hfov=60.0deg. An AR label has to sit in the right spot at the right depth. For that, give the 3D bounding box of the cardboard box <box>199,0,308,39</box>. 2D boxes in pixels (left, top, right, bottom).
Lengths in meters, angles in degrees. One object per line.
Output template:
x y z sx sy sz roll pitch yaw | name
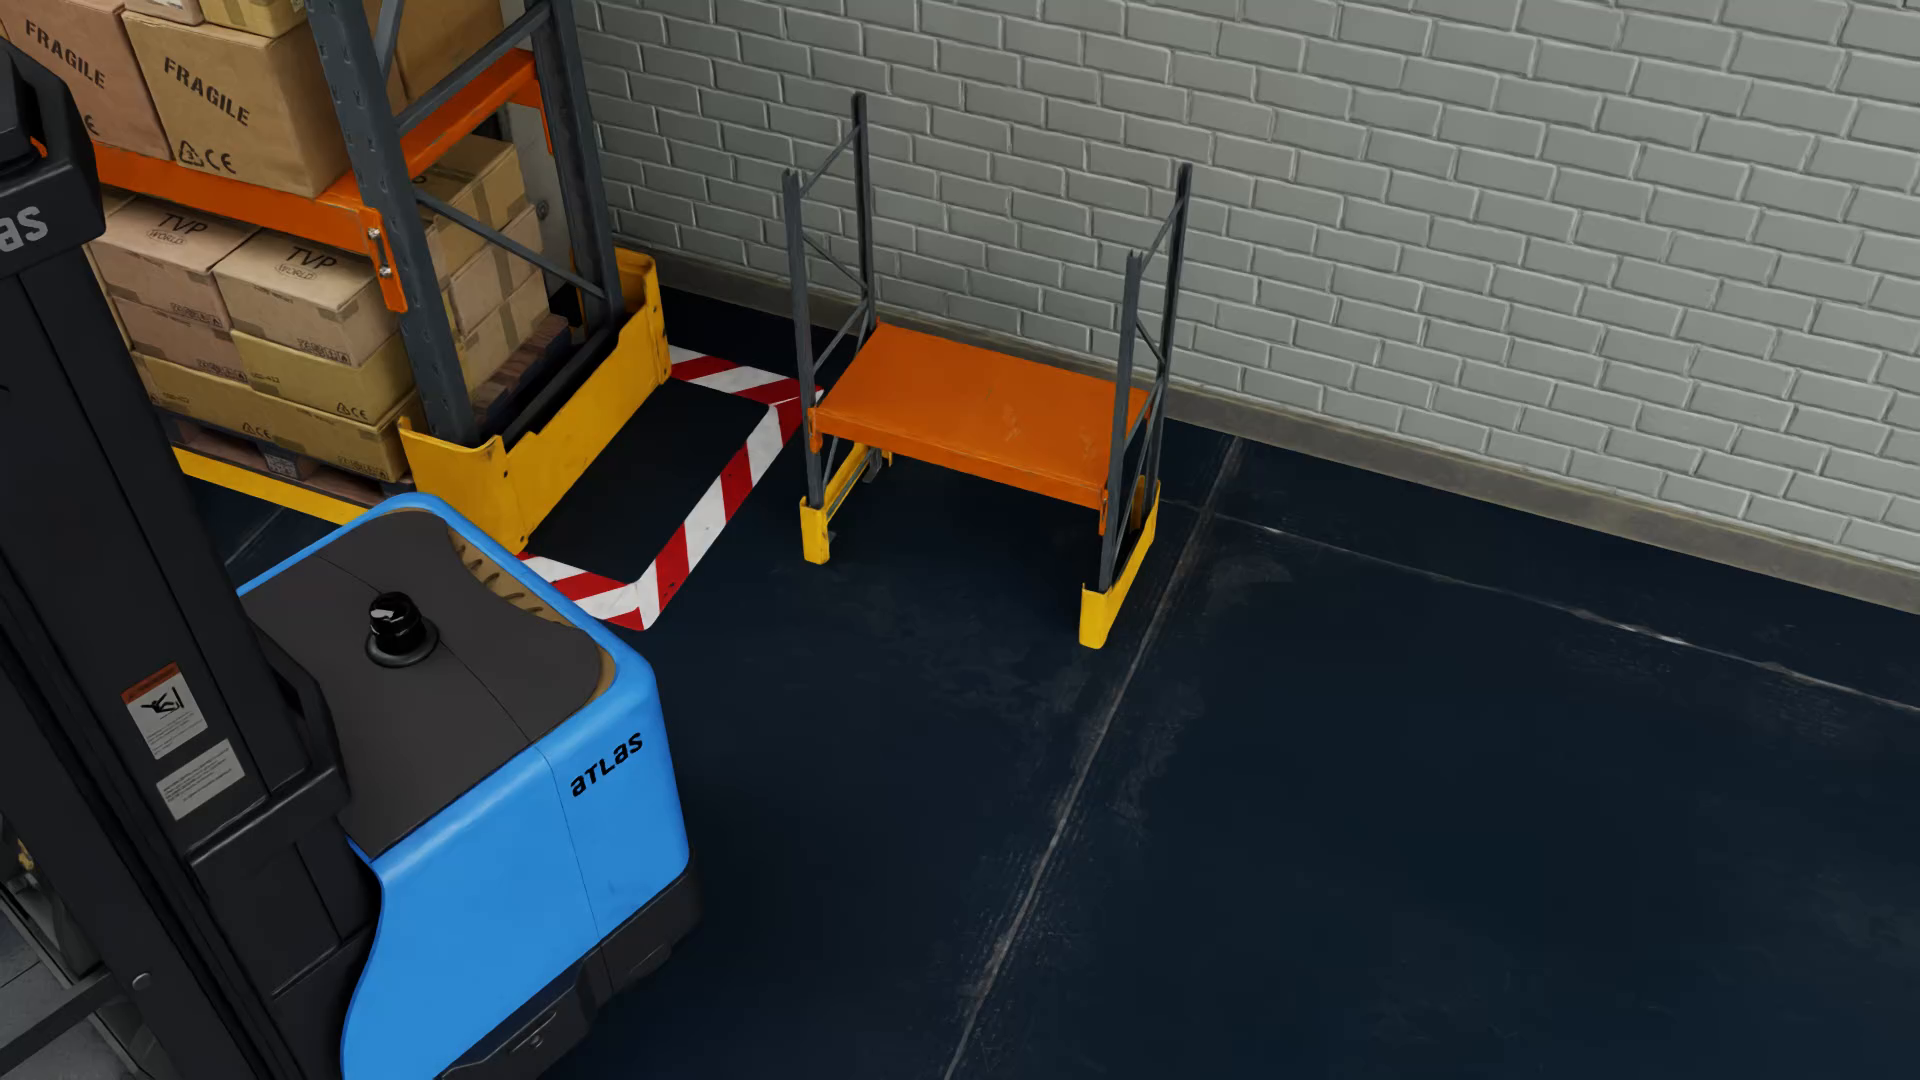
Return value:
-1.922 -1.587 4.687 0.250 0.149 0.380 17 47 16 | cardboard box

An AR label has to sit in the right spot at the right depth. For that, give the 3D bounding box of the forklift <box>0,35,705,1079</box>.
-2.073 0.566 3.103 1.130 2.935 3.031 33 53 29 | forklift

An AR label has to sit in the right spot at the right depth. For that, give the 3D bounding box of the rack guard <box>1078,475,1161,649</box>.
0.530 0.067 5.505 0.087 0.250 0.587 16 47 16 | rack guard

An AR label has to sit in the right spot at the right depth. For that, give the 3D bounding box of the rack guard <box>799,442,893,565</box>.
-0.389 -0.203 5.777 0.087 0.250 0.587 16 47 16 | rack guard

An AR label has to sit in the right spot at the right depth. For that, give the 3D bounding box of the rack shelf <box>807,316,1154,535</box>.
0.079 -0.381 5.325 1.000 0.185 0.538 16 47 16 | rack shelf

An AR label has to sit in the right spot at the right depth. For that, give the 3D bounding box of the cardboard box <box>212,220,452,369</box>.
-2.040 -0.860 5.431 0.500 0.250 0.500 18 48 17 | cardboard box

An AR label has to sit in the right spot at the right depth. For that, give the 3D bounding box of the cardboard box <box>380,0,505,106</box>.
-1.845 -1.760 5.322 0.500 0.500 0.500 18 48 17 | cardboard box

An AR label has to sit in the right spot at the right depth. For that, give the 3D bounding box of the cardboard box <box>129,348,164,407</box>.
-2.963 -0.789 6.068 0.500 0.250 0.500 17 47 16 | cardboard box

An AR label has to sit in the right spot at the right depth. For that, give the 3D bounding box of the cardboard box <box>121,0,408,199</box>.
-2.050 -1.408 4.967 0.500 0.500 0.500 15 47 15 | cardboard box

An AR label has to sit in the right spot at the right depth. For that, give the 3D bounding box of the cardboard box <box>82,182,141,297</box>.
-2.983 -1.126 5.697 0.500 0.250 0.500 17 47 16 | cardboard box

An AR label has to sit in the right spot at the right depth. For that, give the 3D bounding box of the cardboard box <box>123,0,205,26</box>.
-2.170 -1.637 4.738 0.250 0.149 0.380 17 47 16 | cardboard box

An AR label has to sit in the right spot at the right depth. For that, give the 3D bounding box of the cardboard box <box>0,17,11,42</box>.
-2.998 -1.694 5.255 0.500 0.500 0.500 16 47 15 | cardboard box

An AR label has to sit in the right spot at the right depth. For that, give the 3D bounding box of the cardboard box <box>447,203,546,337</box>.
-1.849 -1.024 5.950 0.500 0.250 0.500 17 47 17 | cardboard box

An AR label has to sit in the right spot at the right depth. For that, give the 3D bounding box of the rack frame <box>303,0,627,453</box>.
-1.495 -1.410 5.040 0.127 3.000 1.000 16 47 16 | rack frame

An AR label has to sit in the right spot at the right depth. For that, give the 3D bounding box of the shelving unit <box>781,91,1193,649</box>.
0.070 -0.511 5.200 1.083 1.500 0.587 16 47 16 | shelving unit

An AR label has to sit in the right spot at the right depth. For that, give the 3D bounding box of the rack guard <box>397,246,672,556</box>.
-1.472 -0.517 5.915 0.348 0.500 1.175 16 47 16 | rack guard

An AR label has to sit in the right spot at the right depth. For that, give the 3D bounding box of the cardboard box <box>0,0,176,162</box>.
-2.525 -1.555 5.115 0.500 0.500 0.500 18 48 17 | cardboard box

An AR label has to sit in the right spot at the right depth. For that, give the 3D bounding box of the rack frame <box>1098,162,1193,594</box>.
0.548 -0.370 5.059 0.032 1.500 0.500 16 47 16 | rack frame

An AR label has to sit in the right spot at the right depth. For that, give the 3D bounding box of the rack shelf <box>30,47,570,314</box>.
-3.340 -1.698 5.840 4.000 0.370 1.077 16 47 16 | rack shelf

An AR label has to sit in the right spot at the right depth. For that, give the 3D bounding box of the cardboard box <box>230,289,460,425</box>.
-2.064 -0.690 5.614 0.500 0.250 0.500 16 47 15 | cardboard box

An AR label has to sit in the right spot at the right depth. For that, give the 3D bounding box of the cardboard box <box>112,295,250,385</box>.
-2.523 -0.833 5.758 0.500 0.250 0.500 16 47 15 | cardboard box

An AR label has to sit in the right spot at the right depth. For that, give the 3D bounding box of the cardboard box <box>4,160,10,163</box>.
-3.447 -1.268 5.841 0.500 0.250 0.500 16 47 15 | cardboard box

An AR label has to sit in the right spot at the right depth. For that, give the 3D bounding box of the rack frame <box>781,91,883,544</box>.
-0.390 -0.647 5.336 0.032 1.500 0.500 16 47 16 | rack frame

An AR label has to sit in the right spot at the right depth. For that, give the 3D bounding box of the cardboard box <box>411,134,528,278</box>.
-1.865 -1.192 5.764 0.500 0.250 0.500 16 47 15 | cardboard box

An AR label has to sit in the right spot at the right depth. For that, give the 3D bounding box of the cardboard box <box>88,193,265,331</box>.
-2.513 -0.995 5.566 0.500 0.250 0.500 17 47 17 | cardboard box

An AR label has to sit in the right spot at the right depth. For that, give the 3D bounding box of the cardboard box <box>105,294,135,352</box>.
-3.007 -0.959 5.885 0.500 0.250 0.500 15 47 15 | cardboard box

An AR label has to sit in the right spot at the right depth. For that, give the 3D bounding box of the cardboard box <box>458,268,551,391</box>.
-1.873 -0.844 6.124 0.500 0.250 0.500 17 47 16 | cardboard box

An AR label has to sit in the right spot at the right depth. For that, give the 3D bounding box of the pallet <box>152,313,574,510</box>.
-2.217 -0.602 6.205 1.213 0.211 1.003 16 47 16 | pallet

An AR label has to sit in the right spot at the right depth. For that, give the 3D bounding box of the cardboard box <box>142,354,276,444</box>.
-2.505 -0.647 5.925 0.500 0.250 0.500 16 47 16 | cardboard box

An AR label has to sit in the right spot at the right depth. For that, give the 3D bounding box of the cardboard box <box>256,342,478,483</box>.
-2.050 -0.506 5.783 0.500 0.250 0.500 17 47 16 | cardboard box

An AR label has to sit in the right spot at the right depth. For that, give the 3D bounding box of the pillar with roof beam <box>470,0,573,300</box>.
-3.448 -1.510 0.887 0.400 9.000 9.100 16 47 16 | pillar with roof beam
